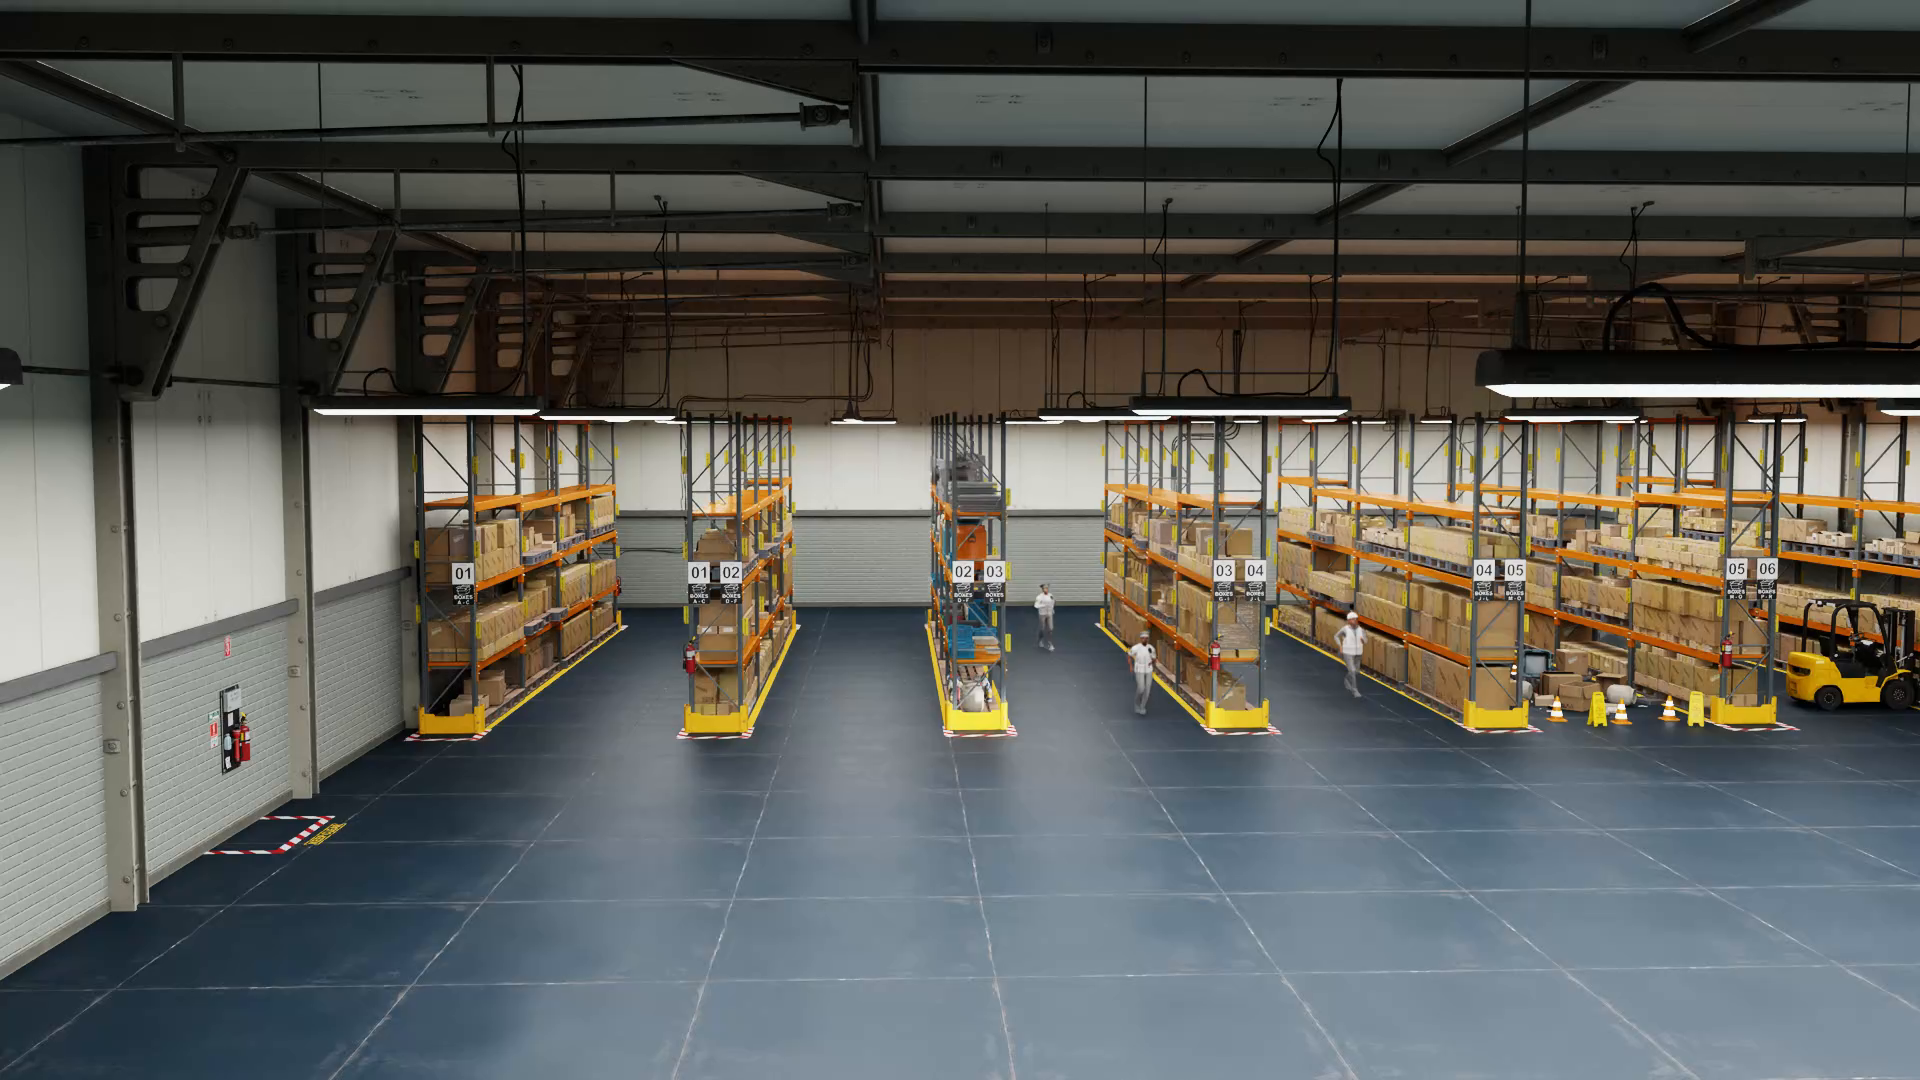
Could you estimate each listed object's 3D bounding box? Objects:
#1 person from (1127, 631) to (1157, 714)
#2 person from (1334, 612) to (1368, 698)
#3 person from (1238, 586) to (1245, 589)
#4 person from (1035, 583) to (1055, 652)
[{"bbox_3d":[3.640,2.630,32.996,0.550,1.669,0.646,-1,4,-10],"label":"person"},{"bbox_3d":[8.335,2.411,35.317,0.656,1.758,0.969,-1,4,-14],"label":"person"},{"bbox_3d":[7.865,1.809,45.873,0.688,1.595,0.950,0,4,5],"label":"person"},{"bbox_3d":[2.192,1.959,42.670,0.602,1.734,0.812,-1,4,-16],"label":"person"}]
